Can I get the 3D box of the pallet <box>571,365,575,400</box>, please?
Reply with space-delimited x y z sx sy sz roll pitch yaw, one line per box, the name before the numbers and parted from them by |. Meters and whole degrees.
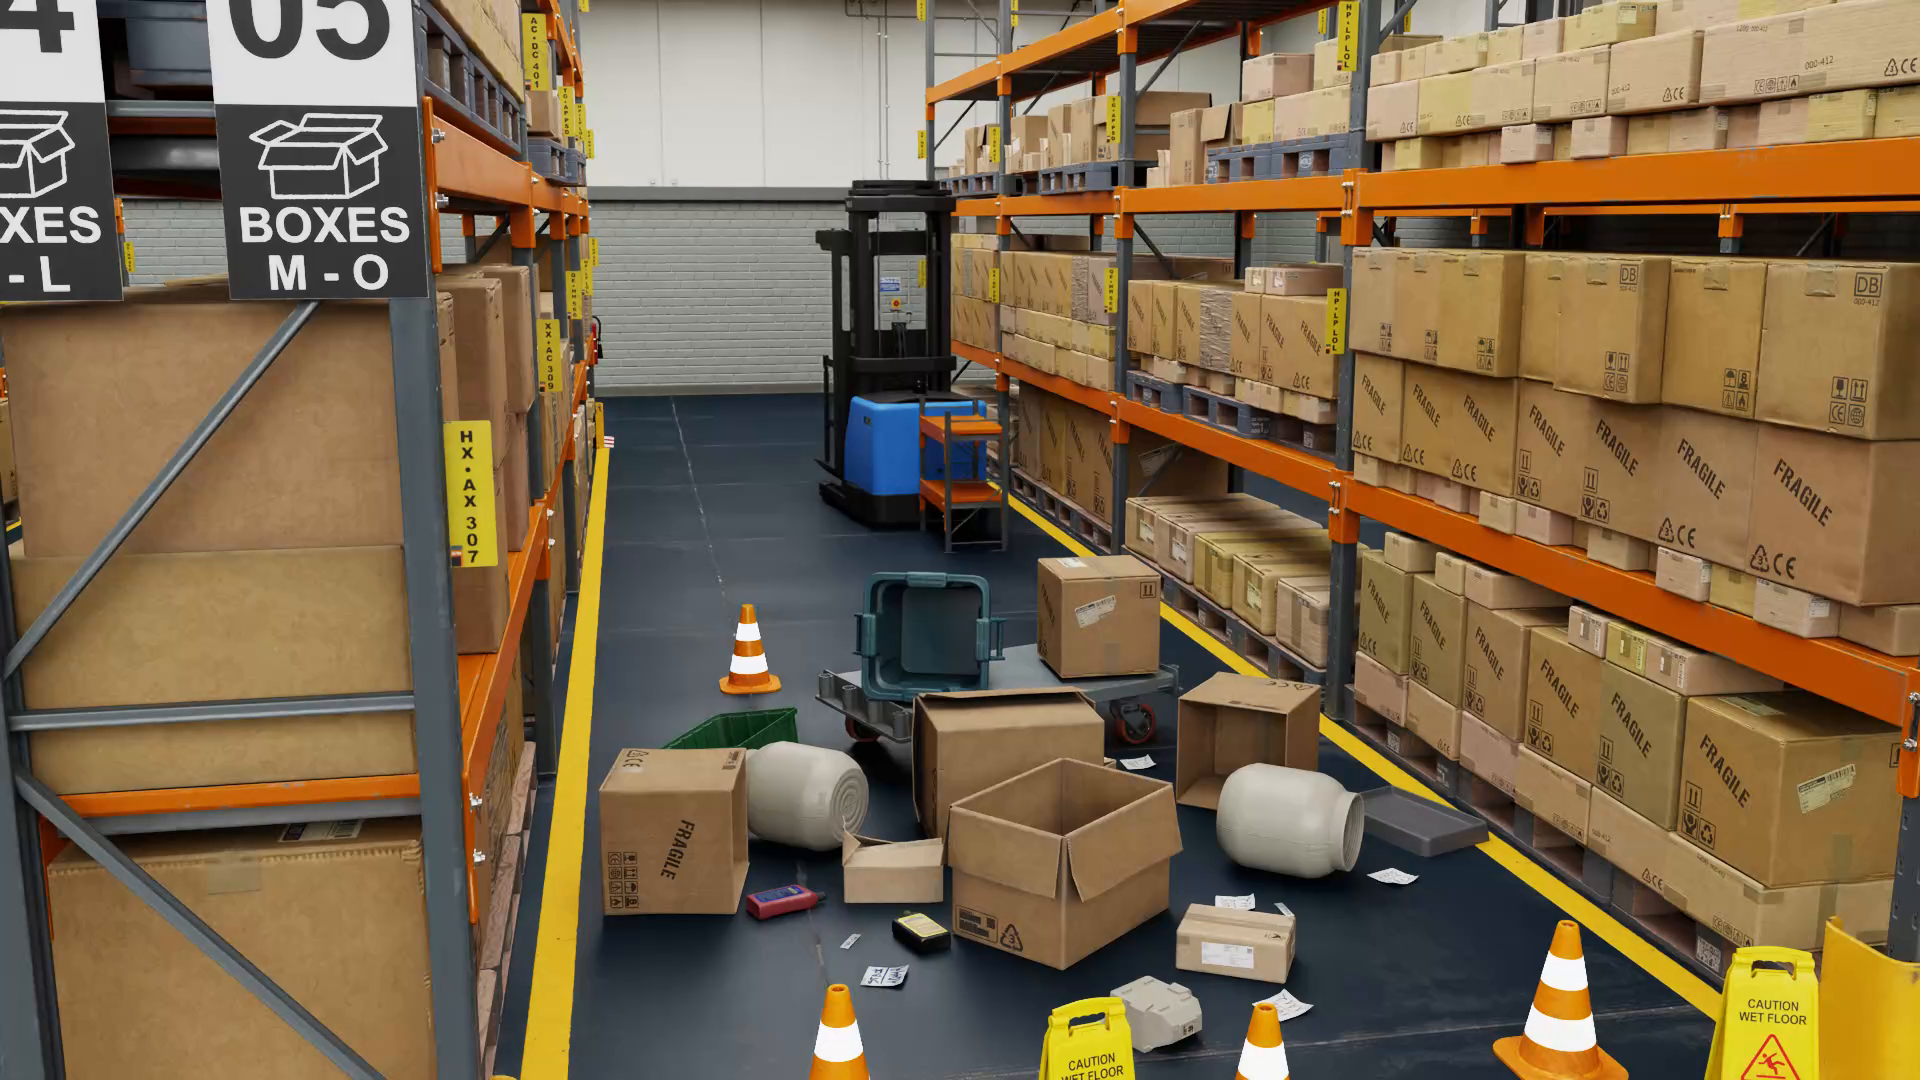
pallet | -3.427 -1.118 12.059 1.213 0.211 1.003 -2 11 -11

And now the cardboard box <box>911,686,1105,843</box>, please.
cardboard box | 0.193 0.942 7.038 0.797 0.637 0.503 -2 11 -11

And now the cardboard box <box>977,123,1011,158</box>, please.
cardboard box | 0.581 -4.043 17.227 0.797 0.503 0.637 -1 11 -7

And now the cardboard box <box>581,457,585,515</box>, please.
cardboard box | -3.375 -0.482 13.769 0.500 0.500 0.500 -2 11 -12

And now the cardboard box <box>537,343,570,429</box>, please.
cardboard box | -2.737 -0.970 10.502 0.500 0.500 0.500 -2 11 -11

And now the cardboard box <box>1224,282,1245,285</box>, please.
cardboard box | 2.125 -1.517 11.460 0.500 0.500 0.500 -2 11 -12

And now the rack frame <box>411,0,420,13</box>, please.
rack frame | -1.628 -2.565 3.105 1.000 3.000 0.127 -2 11 -11

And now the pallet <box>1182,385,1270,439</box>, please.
pallet | 2.078 -0.828 10.536 1.003 0.211 1.213 -2 11 -11

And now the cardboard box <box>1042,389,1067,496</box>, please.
cardboard box | 1.257 -0.904 14.981 0.875 0.875 0.875 -2 11 -9

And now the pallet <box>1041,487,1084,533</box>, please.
pallet | 1.339 -0.284 14.626 1.003 0.211 1.213 -2 11 -11

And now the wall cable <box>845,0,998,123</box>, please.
wall cable | -0.548 -6.758 25.134 2.355 3.000 0.029 -2 11 -11

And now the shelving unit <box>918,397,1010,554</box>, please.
shelving unit | 0.019 -0.547 13.564 0.538 1.125 1.048 -2 11 -12

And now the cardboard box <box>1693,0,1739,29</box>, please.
cardboard box | 2.733 -1.798 5.637 0.380 0.149 0.250 -2 11 -11

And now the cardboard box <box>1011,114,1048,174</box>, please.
cardboard box | 0.761 -3.574 15.039 0.500 0.500 0.500 -2 11 -12

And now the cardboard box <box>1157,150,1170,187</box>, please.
cardboard box | 1.597 -2.580 11.568 0.396 0.266 0.258 -2 11 -11

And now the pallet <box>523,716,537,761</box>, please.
pallet | -2.630 0.880 8.510 1.003 0.211 1.213 -2 11 -11

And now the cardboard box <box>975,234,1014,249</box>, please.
cardboard box | 0.368 -3.110 17.337 0.380 0.149 0.250 -2 11 -11

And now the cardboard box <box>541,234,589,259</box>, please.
cardboard box | -4.198 -2.976 17.572 0.500 0.500 0.500 -2 11 -8

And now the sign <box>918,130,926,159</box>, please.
sign | -0.449 -4.674 19.657 0.100 0.325 0.005 -2 11 -11

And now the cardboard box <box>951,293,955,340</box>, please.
cardboard box | 0.115 -2.516 18.624 0.500 0.500 0.500 -2 11 -11

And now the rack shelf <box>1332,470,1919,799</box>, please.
rack shelf | 2.819 0.170 6.703 1.077 0.370 4.000 -2 11 -11

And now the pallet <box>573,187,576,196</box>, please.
pallet | -3.946 -3.083 14.351 1.213 0.211 1.003 -2 11 -11

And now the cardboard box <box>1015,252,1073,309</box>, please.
cardboard box | 0.804 -2.374 15.206 0.500 0.500 0.500 -2 11 -11

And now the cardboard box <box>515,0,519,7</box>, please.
cardboard box | -2.022 -2.293 6.849 0.380 0.149 0.250 -2 11 -11

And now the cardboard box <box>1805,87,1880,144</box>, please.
cardboard box | 2.784 -1.266 4.976 0.380 0.149 0.250 -2 11 -11

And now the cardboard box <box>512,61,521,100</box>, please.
cardboard box | -1.972 -1.856 6.682 0.380 0.149 0.250 -2 11 -10

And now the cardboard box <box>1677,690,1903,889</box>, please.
cardboard box | 2.797 0.822 5.579 0.500 0.500 0.500 -2 11 -11

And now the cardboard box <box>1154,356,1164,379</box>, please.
cardboard box | 1.563 -1.195 11.502 0.380 0.149 0.250 -3 11 -15

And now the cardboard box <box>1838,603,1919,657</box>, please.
cardboard box | 2.926 0.246 5.052 0.380 0.149 0.250 -2 11 -9

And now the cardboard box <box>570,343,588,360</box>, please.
cardboard box | -3.696 -1.759 15.588 0.380 0.149 0.250 -2 11 -9

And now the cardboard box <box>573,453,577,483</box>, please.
cardboard box | -3.080 -0.567 12.210 0.500 0.250 0.500 -3 11 -14

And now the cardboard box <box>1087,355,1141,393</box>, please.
cardboard box | 1.299 -1.293 12.870 0.500 0.250 0.500 -3 11 -13

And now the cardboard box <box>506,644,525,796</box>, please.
cardboard box | -2.352 0.604 7.060 0.875 0.875 0.875 -2 11 -10

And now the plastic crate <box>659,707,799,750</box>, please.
plastic crate | -1.087 0.986 7.861 0.450 0.188 0.662 -7 8 20

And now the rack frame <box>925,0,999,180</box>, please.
rack frame | 0.096 -5.698 19.566 1.000 3.000 0.127 -2 11 -11

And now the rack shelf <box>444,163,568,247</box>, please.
rack shelf | -2.795 -1.838 9.234 1.077 0.370 4.000 -2 11 -11

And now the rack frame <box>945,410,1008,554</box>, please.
rack frame | 0.130 -0.455 13.077 0.500 1.125 0.032 -2 11 -12

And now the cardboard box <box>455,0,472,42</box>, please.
cardboard box | -1.528 -1.437 4.483 0.380 0.149 0.250 -2 11 -11

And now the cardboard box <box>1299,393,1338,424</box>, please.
cardboard box | 2.060 -0.717 8.991 0.380 0.149 0.250 -2 11 -10

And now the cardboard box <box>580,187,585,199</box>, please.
cardboard box | -3.981 -3.501 16.446 0.500 0.250 0.500 -2 11 -9

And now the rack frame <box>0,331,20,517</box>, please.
rack frame | -8.846 -1.657 14.379 1.000 3.000 0.127 -2 11 -11

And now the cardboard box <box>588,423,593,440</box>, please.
cardboard box | -4.028 -1.131 17.321 0.380 0.149 0.250 -2 11 -10

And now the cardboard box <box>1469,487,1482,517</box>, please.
cardboard box | 2.455 -0.171 7.243 0.380 0.149 0.250 -2 11 -11

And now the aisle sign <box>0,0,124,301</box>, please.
aisle sign | -1.908 -0.871 3.297 0.394 0.787 0.004 -2 11 -11

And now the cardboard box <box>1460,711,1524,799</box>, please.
cardboard box | 2.501 0.907 7.138 0.500 0.250 0.500 -2 11 -12

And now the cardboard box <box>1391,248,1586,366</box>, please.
cardboard box | 2.381 -1.053 7.471 0.700 0.500 0.500 -2 11 -11

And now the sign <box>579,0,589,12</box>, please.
sign | -4.191 -6.052 18.507 0.100 0.325 0.005 -2 11 -11

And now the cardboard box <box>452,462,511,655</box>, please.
cardboard box | -1.858 0.035 5.090 0.875 0.550 0.550 -2 11 -11

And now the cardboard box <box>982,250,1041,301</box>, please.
cardboard box | 0.512 -2.634 16.571 0.500 0.500 0.500 -2 11 -11

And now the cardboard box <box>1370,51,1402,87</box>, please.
cardboard box | 2.171 -2.222 7.866 0.380 0.149 0.250 -2 11 -12

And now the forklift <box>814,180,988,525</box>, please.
forklift | -0.692 -1.802 15.327 1.130 2.935 3.031 -3 11 -18

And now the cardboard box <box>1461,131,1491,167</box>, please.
cardboard box | 2.413 -1.695 7.230 0.380 0.149 0.250 -2 11 -9

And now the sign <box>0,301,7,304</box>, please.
sign | -8.316 -2.208 14.391 0.100 0.325 0.005 -2 11 -11

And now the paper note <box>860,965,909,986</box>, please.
paper note | -0.259 1.500 5.739 0.144 0.017 0.142 2 11 9

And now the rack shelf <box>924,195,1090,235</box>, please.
rack shelf | 0.485 -3.504 17.986 1.077 0.370 4.000 -2 11 -11
